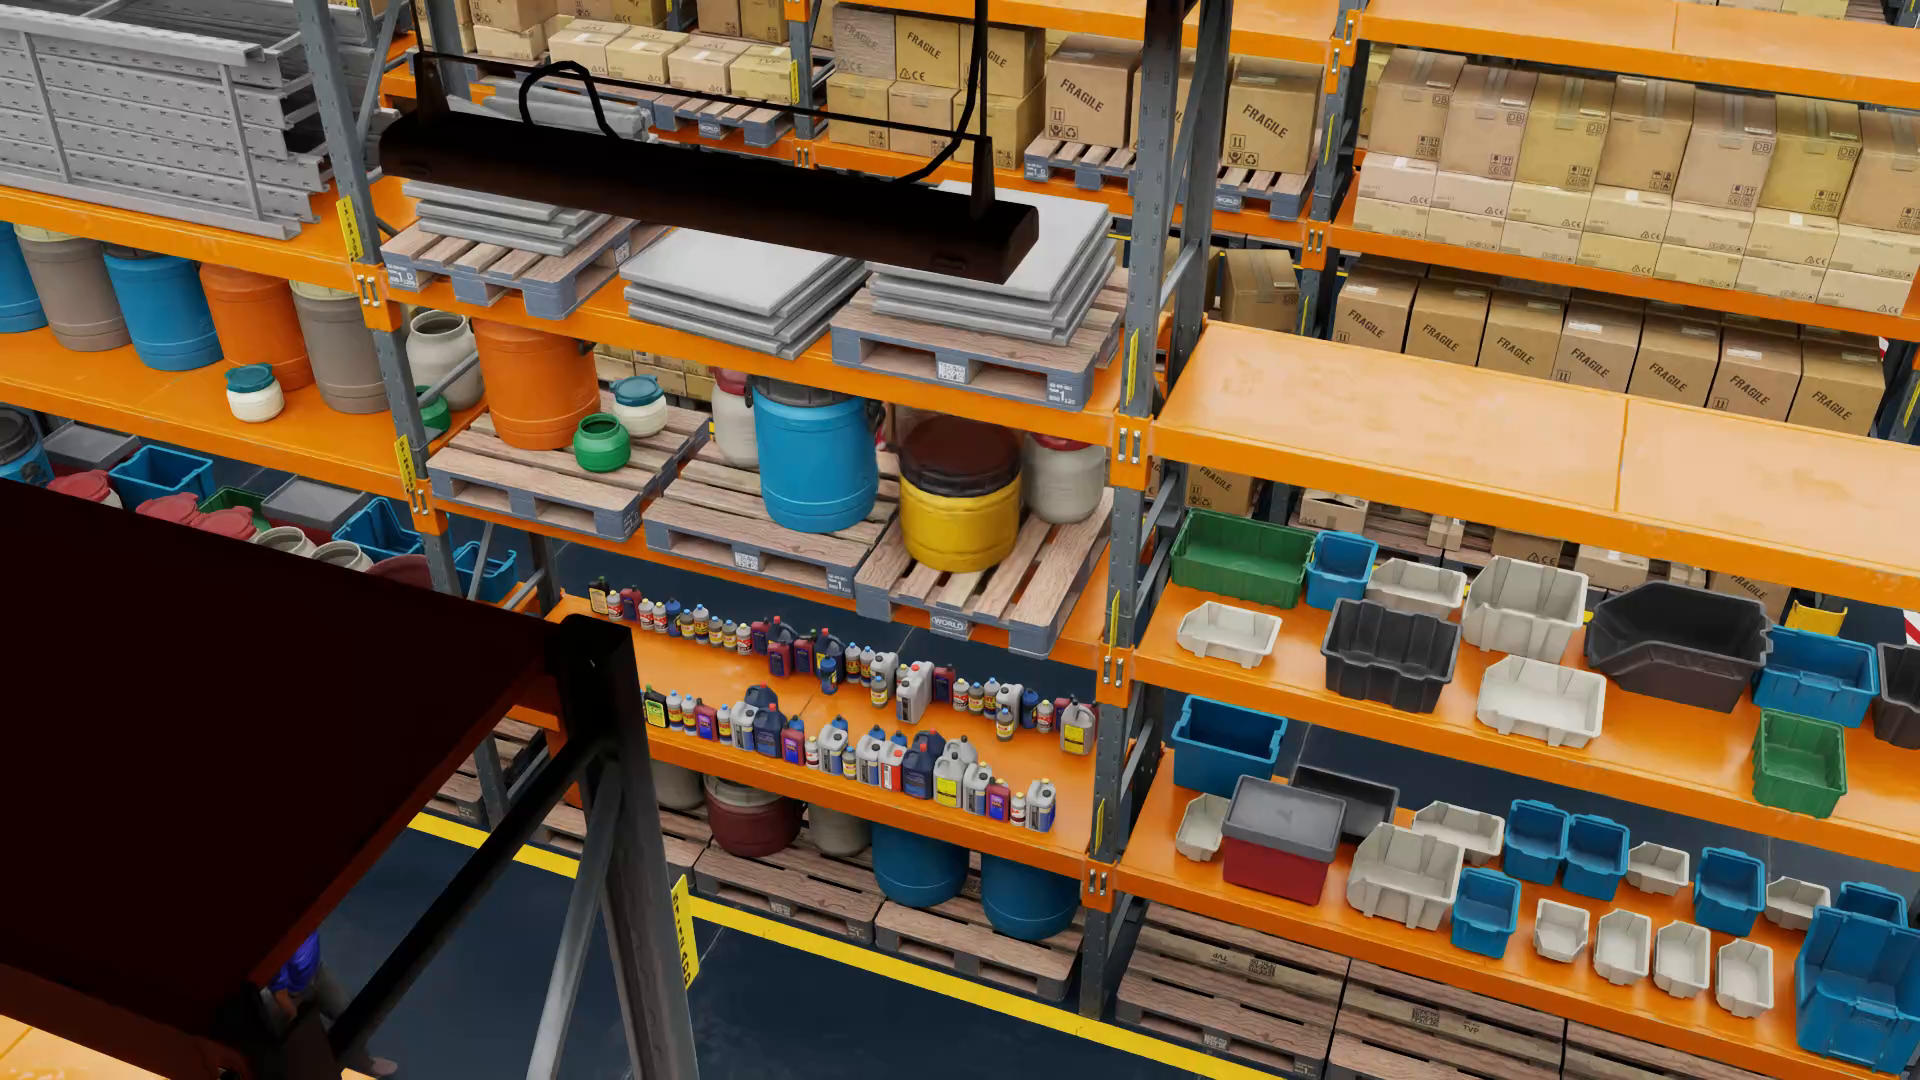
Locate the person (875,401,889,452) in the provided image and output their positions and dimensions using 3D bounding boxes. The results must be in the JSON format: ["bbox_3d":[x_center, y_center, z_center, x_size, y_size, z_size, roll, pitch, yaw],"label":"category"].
[{"bbox_3d":[-0.867,-0.663,12.817,0.668,1.805,0.550,0,36,0],"label":"person"}]

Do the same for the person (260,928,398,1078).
[{"bbox_3d":[-3.507,2.411,8.805,0.612,1.684,0.460,7,37,9],"label":"person"}]
